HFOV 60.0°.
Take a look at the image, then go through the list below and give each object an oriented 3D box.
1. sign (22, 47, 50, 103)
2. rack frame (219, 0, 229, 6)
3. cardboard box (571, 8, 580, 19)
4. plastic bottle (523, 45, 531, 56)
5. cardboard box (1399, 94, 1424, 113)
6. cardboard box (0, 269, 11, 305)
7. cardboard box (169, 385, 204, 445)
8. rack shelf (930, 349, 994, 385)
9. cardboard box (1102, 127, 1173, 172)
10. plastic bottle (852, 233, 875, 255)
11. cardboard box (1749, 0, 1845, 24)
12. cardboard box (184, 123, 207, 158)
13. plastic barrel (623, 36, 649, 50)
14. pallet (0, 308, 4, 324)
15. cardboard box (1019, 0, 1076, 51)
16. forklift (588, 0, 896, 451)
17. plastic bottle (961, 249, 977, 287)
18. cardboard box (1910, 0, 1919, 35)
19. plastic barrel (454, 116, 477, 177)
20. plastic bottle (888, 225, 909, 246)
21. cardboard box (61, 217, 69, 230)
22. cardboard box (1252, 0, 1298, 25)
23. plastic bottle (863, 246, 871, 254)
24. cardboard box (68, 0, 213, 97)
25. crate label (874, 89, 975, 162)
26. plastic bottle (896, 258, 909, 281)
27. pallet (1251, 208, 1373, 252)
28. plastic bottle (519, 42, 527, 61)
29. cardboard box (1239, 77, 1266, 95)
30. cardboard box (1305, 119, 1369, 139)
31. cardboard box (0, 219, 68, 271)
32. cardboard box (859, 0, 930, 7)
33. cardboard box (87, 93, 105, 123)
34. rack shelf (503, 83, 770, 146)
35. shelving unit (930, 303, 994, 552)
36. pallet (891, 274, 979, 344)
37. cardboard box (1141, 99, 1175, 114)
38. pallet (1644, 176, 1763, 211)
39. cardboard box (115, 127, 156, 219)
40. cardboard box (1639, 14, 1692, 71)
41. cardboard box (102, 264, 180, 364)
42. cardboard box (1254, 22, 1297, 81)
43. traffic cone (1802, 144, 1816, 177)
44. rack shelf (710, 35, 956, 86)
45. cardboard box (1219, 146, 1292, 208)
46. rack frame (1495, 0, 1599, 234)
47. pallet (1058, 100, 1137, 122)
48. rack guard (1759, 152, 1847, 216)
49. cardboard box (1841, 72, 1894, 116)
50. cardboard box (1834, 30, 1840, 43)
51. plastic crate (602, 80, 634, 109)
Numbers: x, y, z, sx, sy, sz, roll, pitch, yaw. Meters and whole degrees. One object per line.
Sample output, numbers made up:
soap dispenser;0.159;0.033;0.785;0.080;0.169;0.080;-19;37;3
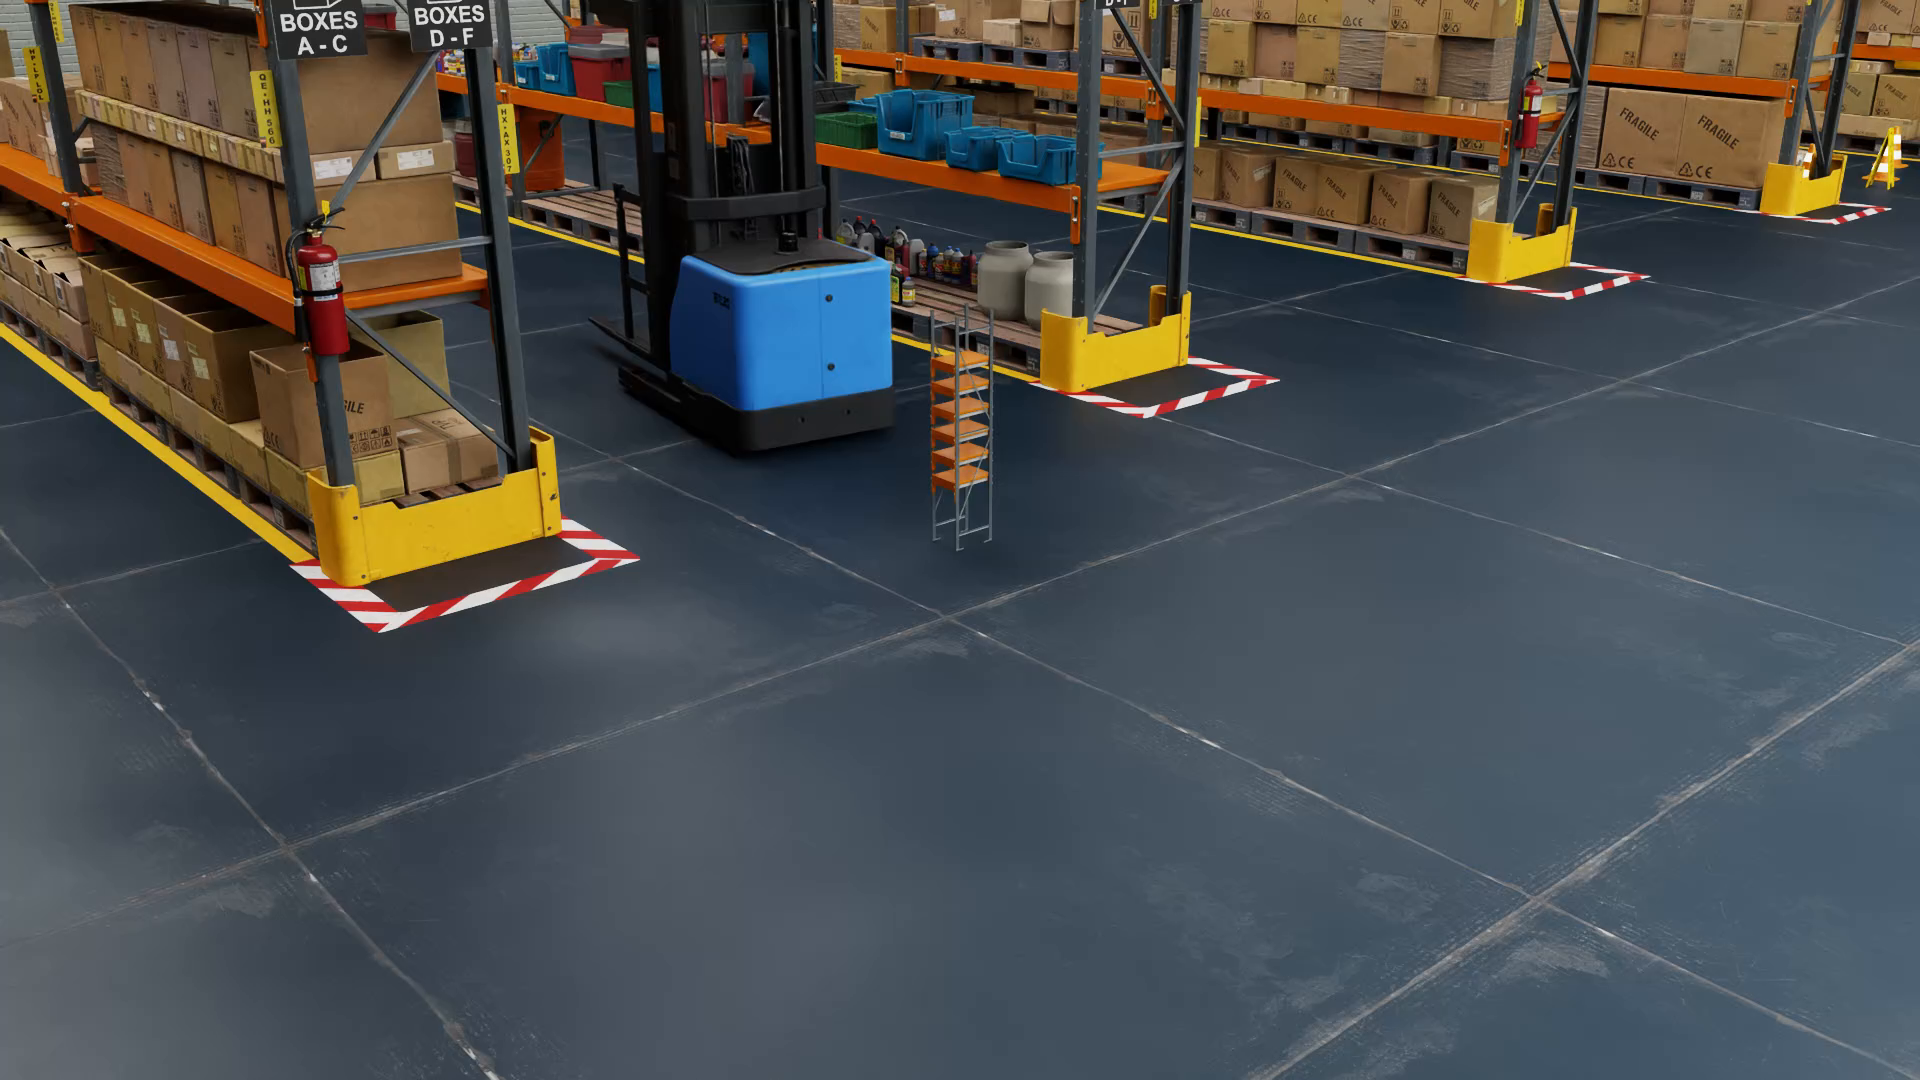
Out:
sign;-5.619;-2.831;10.121;0.100;0.325;0.005;-17;27;-37
rack frame;-9.293;-6.955;22.127;1.000;3.000;0.127;-17;27;-37
cardboard box;-5.559;-7.840;24.732;0.380;0.149;0.250;-17;27;-37
plastic bottle;-4.511;-5.033;17.397;0.097;0.271;0.097;0;21;0
cardboard box;4.045;-3.825;14.480;0.380;0.149;0.250;-17;27;-37
cardboard box;-7.033;-1.986;12.636;0.500;0.250;0.500;-18;28;-39
cardboard box;-4.166;-0.761;9.507;0.500;0.250;0.500;-17;27;-37
rack shelf;0.009;-0.849;8.140;0.258;0.103;0.180;-17;27;-37
cardboard box;1.908;-4.034;17.495;0.500;0.500;0.700;20;29;41
plastic bottle;-0.791;-2.371;13.557;0.152;0.276;0.135;-17;27;-37
cardboard box;8.514;-5.550;16.856;0.875;0.550;0.550;-17;27;-37
cardboard box;-3.844;-2.122;8.763;0.380;0.149;0.250;-17;27;-36
plastic barrel;-2.962;-4.447;15.571;0.421;0.512;0.421;0;21;0
pallet;-7.318;-2.031;13.380;1.003;0.211;1.213;-17;27;-37
cardboard box;1.091;-5.519;17.744;0.797;0.503;0.637;-14;26;-32
forklift;-1.598;-2.364;10.501;1.130;2.935;3.031;-13;25;-30
plastic bottle;0.070;-2.116;12.895;0.061;0.283;0.133;-17;27;-37
cardboard box;11.848;-6.342;20.017;0.500;0.500;0.500;-18;28;-38
plastic barrel;-5.140;-4.260;17.979;0.600;0.588;0.708;-17;27;-37
plastic bottle;-0.485;-2.359;13.423;0.144;0.351;0.185;-18;27;-38
cardboard box;-6.626;-2.374;12.858;0.500;0.311;0.500;-18;27;-38
cardboard box;3.047;-5.008;15.241;0.500;0.500;0.500;-17;27;-37
plastic bottle;-0.725;-2.068;12.679;0.144;0.351;0.185;-16;27;-35
cardboard box;-4.920;-2.991;10.090;0.700;0.500;0.500;-17;27;-37
crate label;-0.255;-2.995;11.968;0.502;0.435;0.616;-17;27;-37
plastic bottle;-0.443;-1.979;12.545;0.061;0.283;0.133;-17;27;-37
pallet;3.558;-3.005;15.868;1.003;0.211;1.213;-17;27;-37
plastic bottle;-4.614;-5.126;17.618;0.061;0.283;0.133;-17;27;-37
cardboard box;2.845;-4.290;15.668;0.380;0.149;0.250;-17;27;-37
cardboard box;5.016;-5.537;21.016;1.050;0.750;0.750;-17;27;-37
cardboard box;-7.026;-2.243;12.524;0.500;0.311;0.500;-18;28;-39
cardboard box;-0.783;-6.643;19.819;0.797;0.503;0.637;-16;27;-36
cardboard box;-5.022;-2.620;10.034;0.380;0.149;0.250;-17;27;-37
rack shelf;-2.765;-3.857;15.204;1.077;0.370;4.000;-17;27;-37
shelving unit;0.009;-0.555;8.255;0.258;1.200;0.189;-17;27;-37
pallet;-0.252;-1.808;12.811;1.003;0.211;1.213;-17;27;-37
cardboard box;2.878;-6.227;23.122;0.500;0.500;0.500;-18;27;-38
pallet;8.146;-3.770;17.820;1.003;0.211;1.213;-17;27;-37
cardboard box;-4.571;-2.242;9.959;0.700;0.500;0.500;-18;28;-38
cardboard box;7.805;-5.359;17.847;0.875;0.550;0.550;-17;27;-37
cardboard box;-4.817;-1.387;10.077;0.500;0.500;0.500;-17;27;-37
cardboard box;3.242;-4.604;15.580;0.875;0.500;0.500;-17;27;-37
traffic cone;9.456;-4.169;18.495;0.336;0.463;0.334;-17;27;-37
rack shelf;-1.624;-6.141;21.036;1.077;0.370;4.000;-17;27;-37
cardboard box;2.903;-3.573;16.346;0.500;0.500;0.500;-9;23;-21
rack frame;4.904;-3.713;13.851;1.000;3.000;0.127;-17;27;-37
pallet;2.204;-6.331;24.359;1.003;0.211;1.213;-17;27;-37
rack guard;8.743;-3.695;17.233;1.175;0.500;0.348;-17;27;-37
cardboard box;11.347;-5.639;20.935;0.500;0.500;0.500;-16;27;-36
cardboard box;11.117;-6.344;20.914;0.380;0.149;0.250;-18;28;-38
plastic crate;-2.810;-3.954;14.758;0.450;0.188;0.662;-17;27;-37
